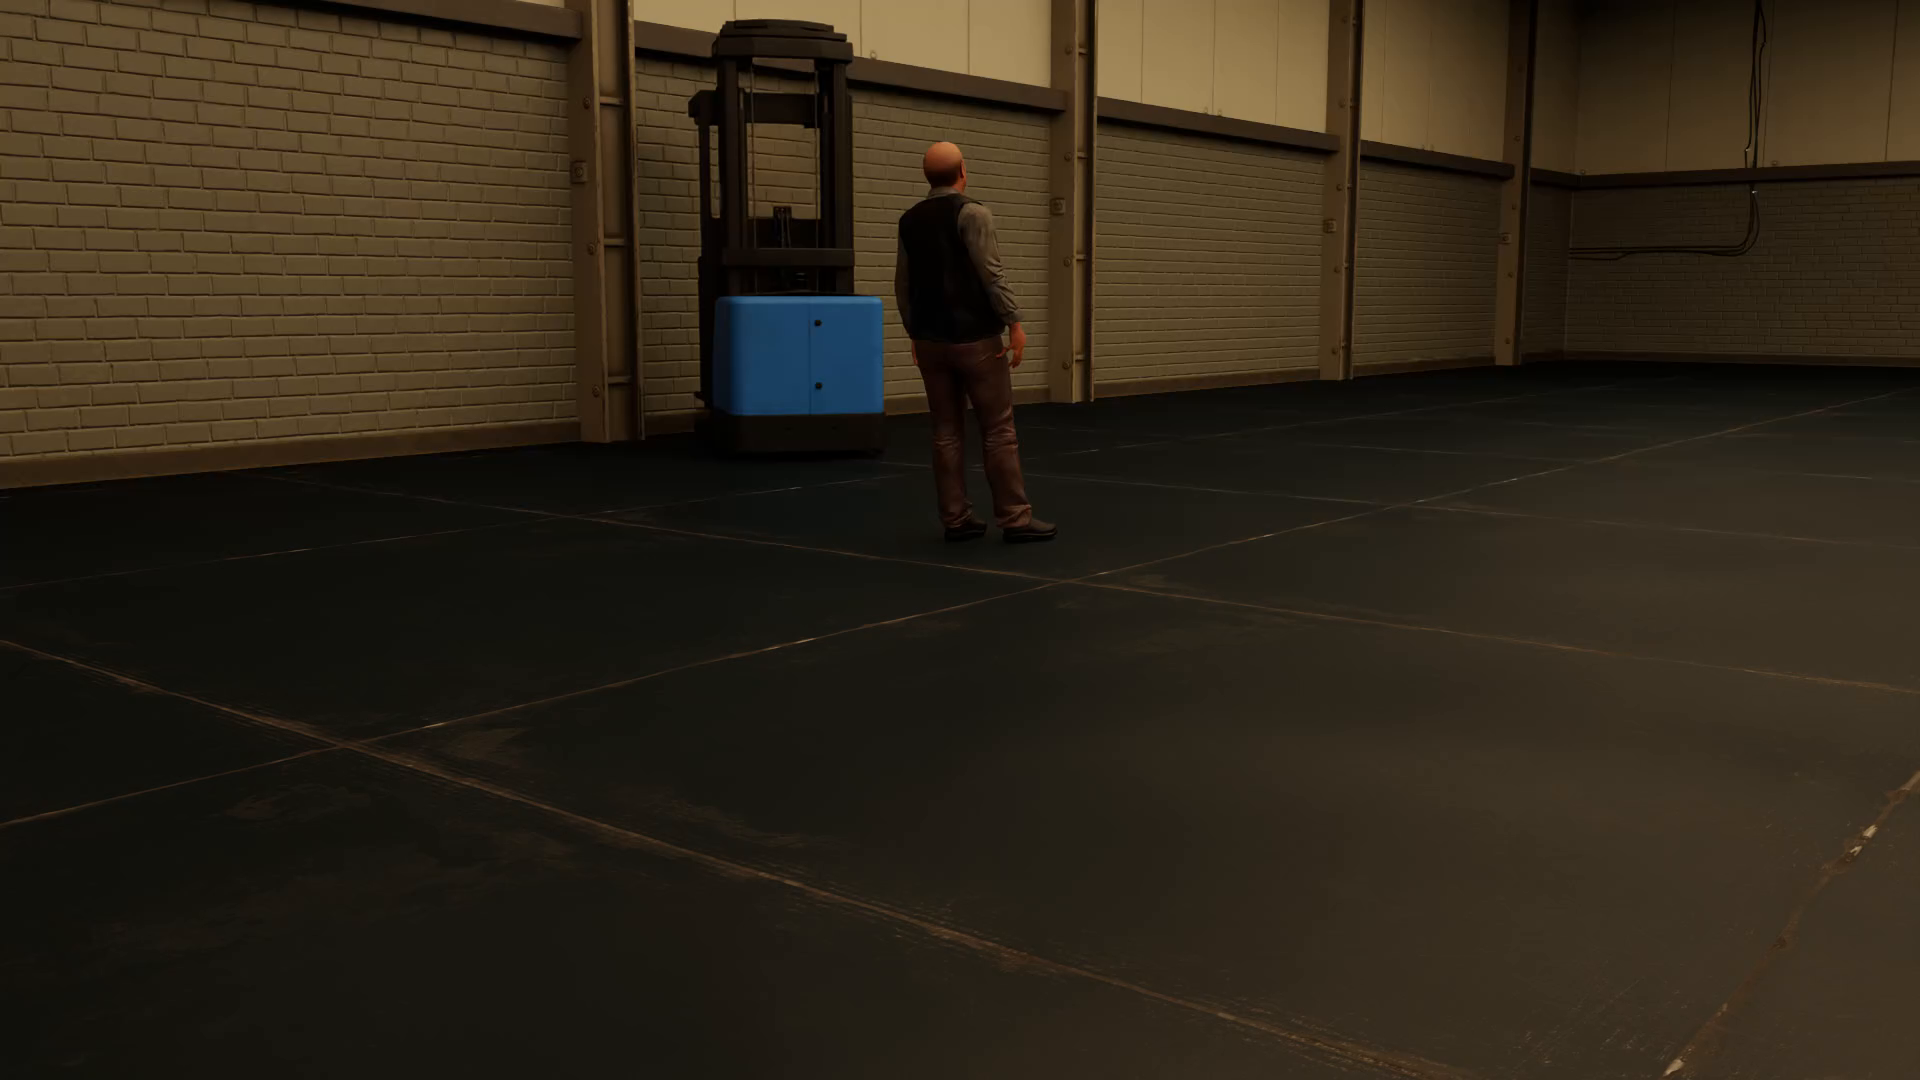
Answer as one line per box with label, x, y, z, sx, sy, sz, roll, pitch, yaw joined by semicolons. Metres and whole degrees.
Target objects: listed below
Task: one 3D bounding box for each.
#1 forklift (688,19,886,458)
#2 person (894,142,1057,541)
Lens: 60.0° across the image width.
forklift;-1.367;-2.173;12.130;1.130;2.935;3.031;-2;9;-15
person;0.050;-0.866;7.329;0.633;1.722;0.551;7;11;38
